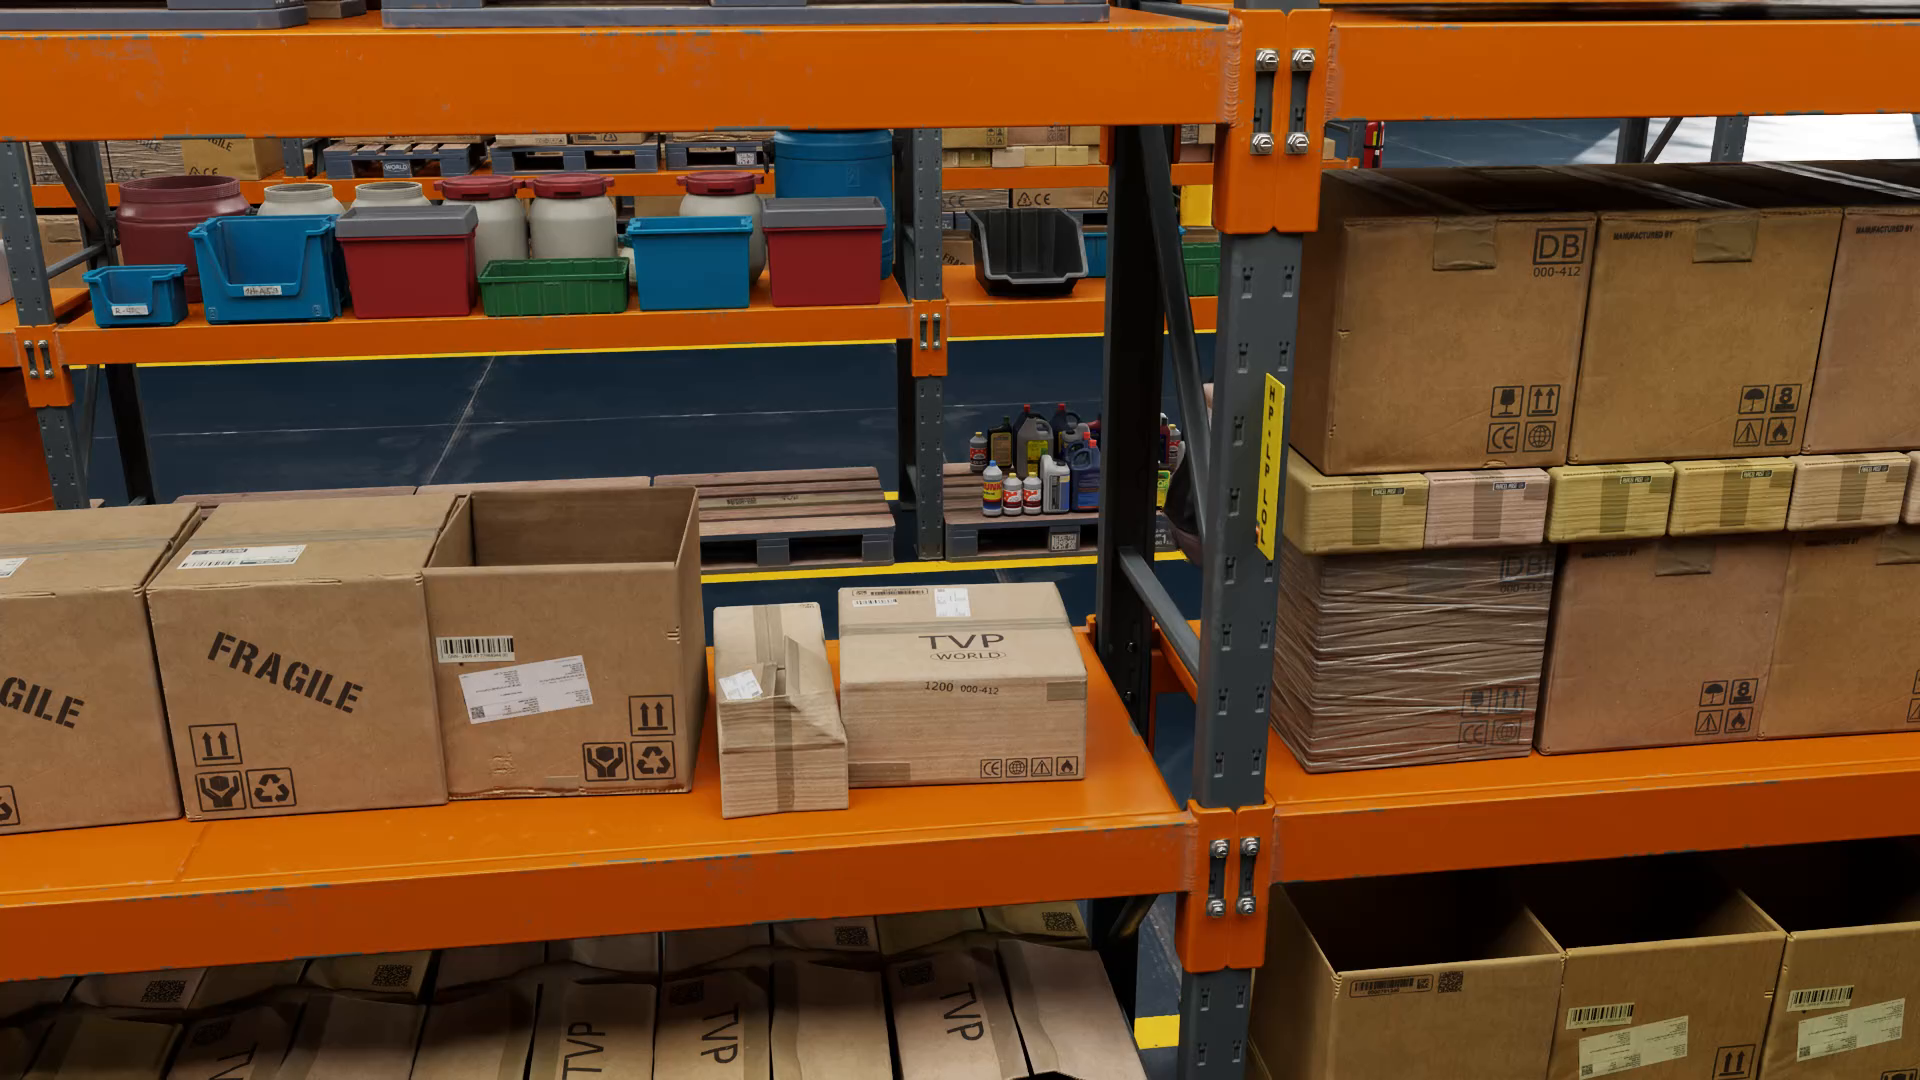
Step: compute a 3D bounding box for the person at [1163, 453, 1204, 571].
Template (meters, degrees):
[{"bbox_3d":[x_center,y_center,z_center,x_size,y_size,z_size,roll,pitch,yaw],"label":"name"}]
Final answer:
[{"bbox_3d":[1.123,-0.061,6.597,0.625,1.514,0.588,-3,20,-7],"label":"person"}]
